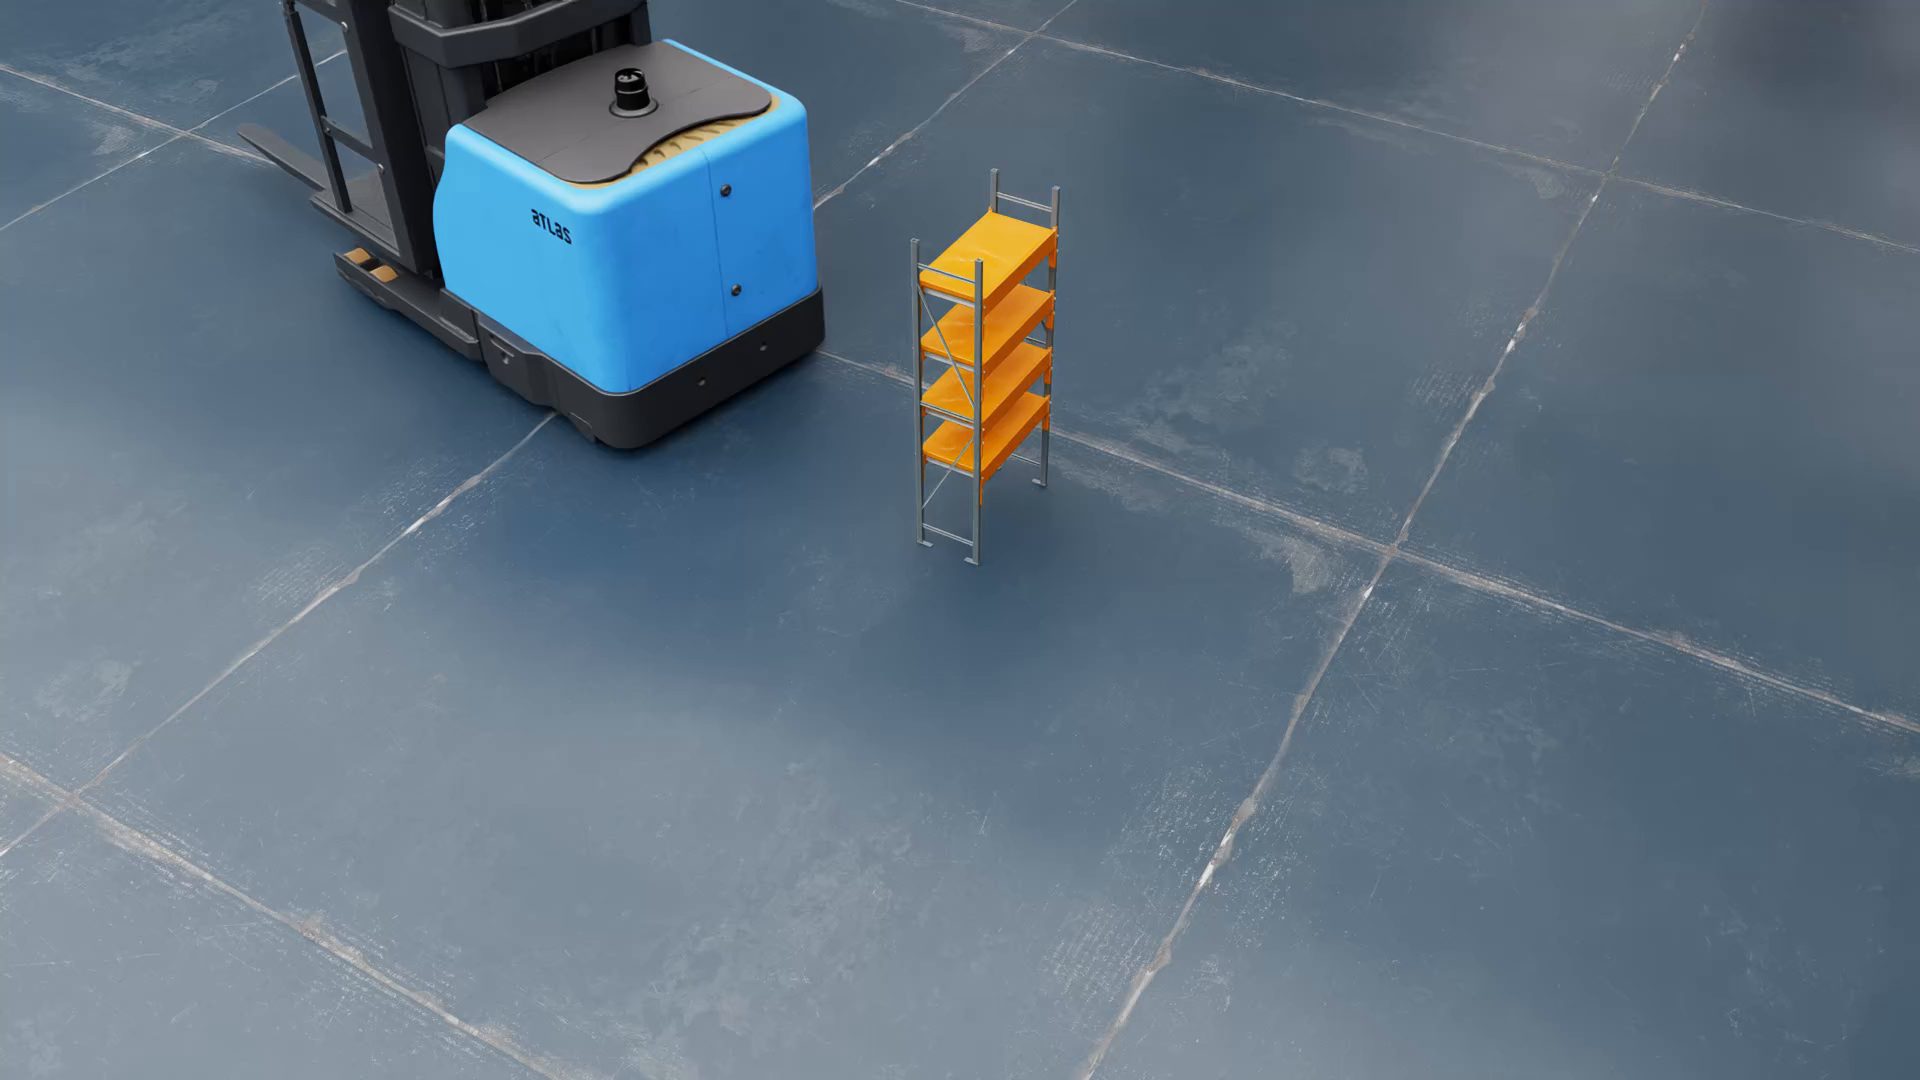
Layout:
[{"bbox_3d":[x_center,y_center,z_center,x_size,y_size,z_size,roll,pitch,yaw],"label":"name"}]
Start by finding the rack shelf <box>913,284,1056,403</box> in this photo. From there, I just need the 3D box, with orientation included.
[{"bbox_3d":[0.083,-0.662,5.358,0.258,0.148,0.480,21,45,22],"label":"rack shelf"}]

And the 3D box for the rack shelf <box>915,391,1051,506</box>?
[{"bbox_3d":[0.083,-0.345,5.637,0.258,0.148,0.480,21,45,22],"label":"rack shelf"}]

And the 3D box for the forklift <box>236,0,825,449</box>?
[{"bbox_3d":[-1.951,-2.282,6.124,3.031,2.935,1.130,32,50,31],"label":"forklift"}]

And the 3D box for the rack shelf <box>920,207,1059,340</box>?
[{"bbox_3d":[0.083,-0.840,5.201,0.258,0.148,0.480,21,45,22],"label":"rack shelf"}]

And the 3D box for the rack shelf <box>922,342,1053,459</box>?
[{"bbox_3d":[0.083,-0.495,5.505,0.258,0.148,0.480,21,45,22],"label":"rack shelf"}]

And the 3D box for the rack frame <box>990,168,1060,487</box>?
[{"bbox_3d":[0.205,-0.685,5.620,0.240,1.200,0.015,21,45,22],"label":"rack frame"}]

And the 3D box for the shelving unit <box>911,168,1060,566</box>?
[{"bbox_3d":[0.083,-0.545,5.461,0.258,1.200,0.503,21,45,22],"label":"shelving unit"}]

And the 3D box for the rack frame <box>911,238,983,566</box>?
[{"bbox_3d":[-0.039,-0.405,5.302,0.240,1.200,0.015,21,45,22],"label":"rack frame"}]
